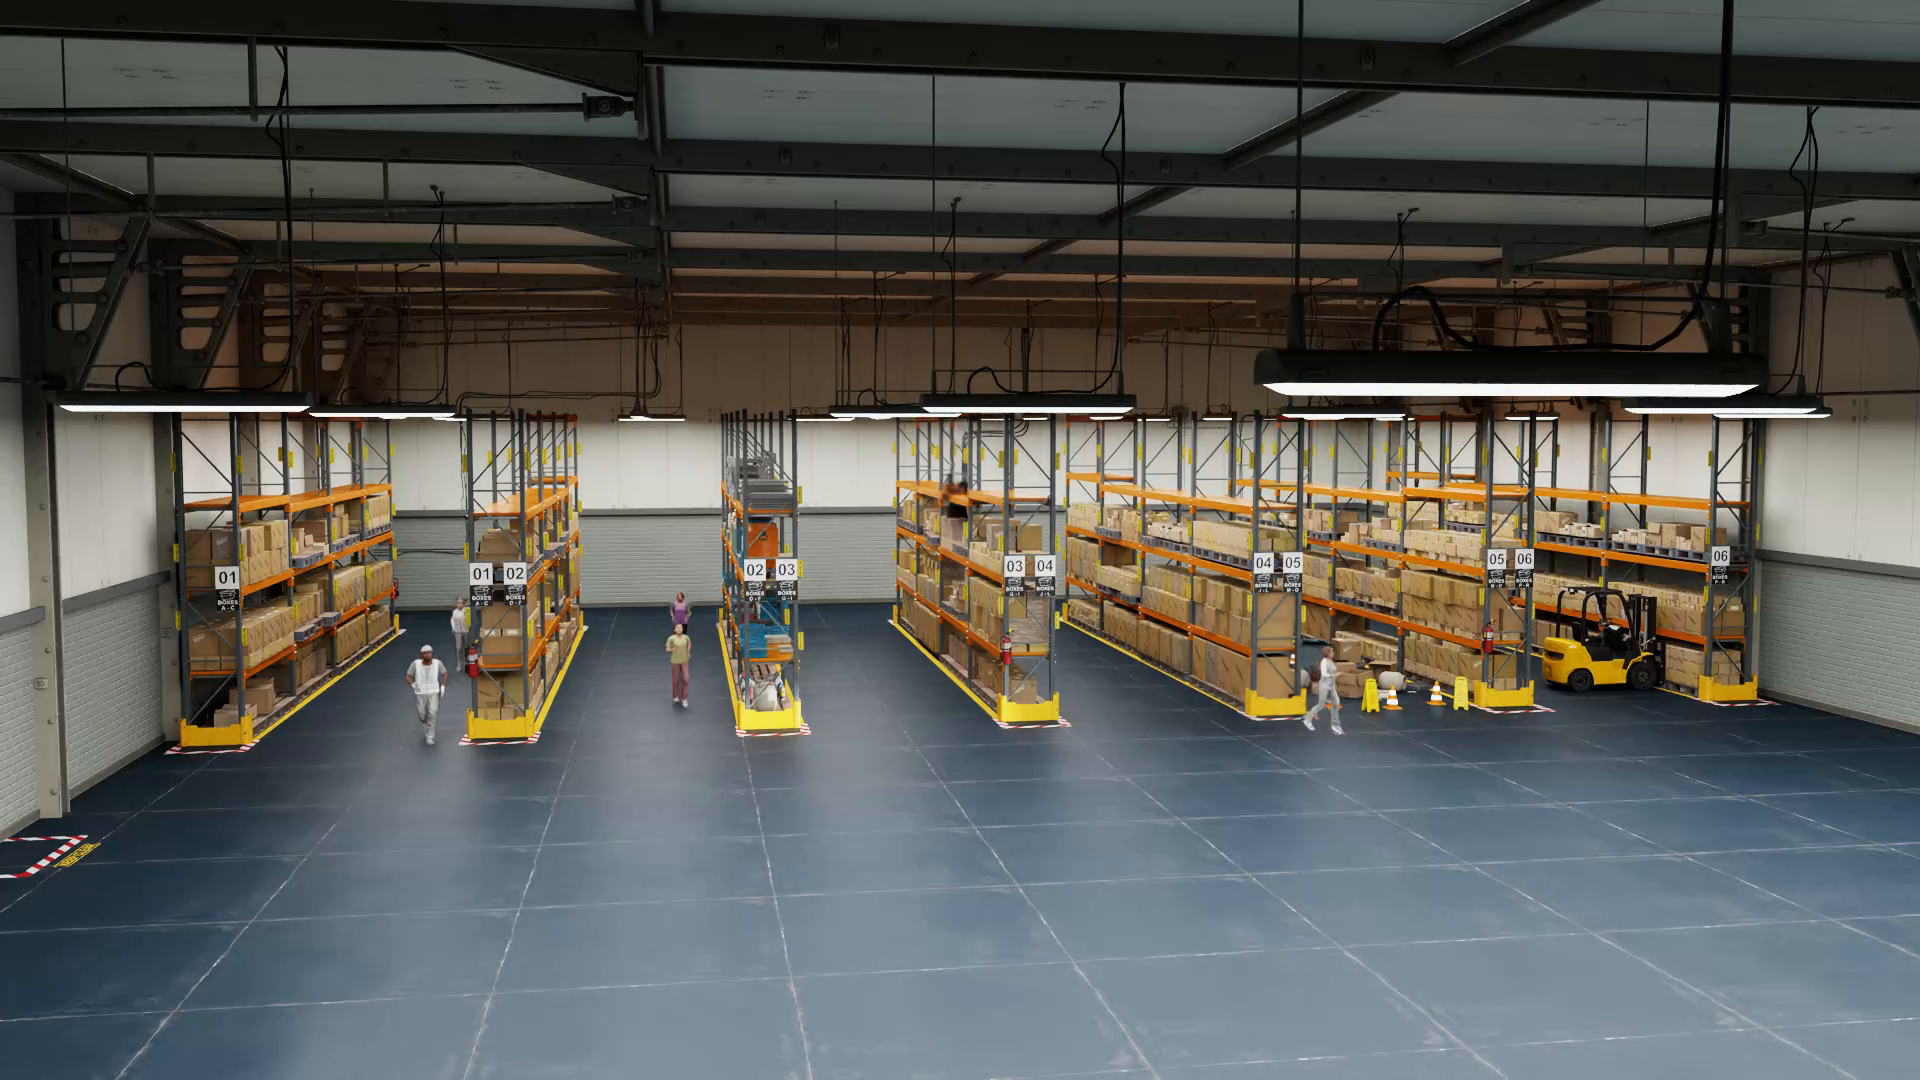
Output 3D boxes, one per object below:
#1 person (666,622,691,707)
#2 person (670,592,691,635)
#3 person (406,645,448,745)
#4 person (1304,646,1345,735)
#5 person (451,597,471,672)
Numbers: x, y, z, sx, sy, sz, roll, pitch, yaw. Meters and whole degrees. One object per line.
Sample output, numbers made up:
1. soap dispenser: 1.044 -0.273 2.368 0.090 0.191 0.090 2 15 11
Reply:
1. person: -5.710 2.524 33.831 0.557 1.714 0.691 -1 4 -20
2. person: -6.928 2.085 41.195 0.541 1.569 0.731 0 4 -3
3. person: -9.602 2.768 29.975 0.719 1.764 0.746 -1 4 -18
4. person: 6.740 2.764 30.731 0.778 1.631 0.565 3 5 34
5. person: -11.556 2.166 38.690 0.608 1.705 0.812 0 4 -2
